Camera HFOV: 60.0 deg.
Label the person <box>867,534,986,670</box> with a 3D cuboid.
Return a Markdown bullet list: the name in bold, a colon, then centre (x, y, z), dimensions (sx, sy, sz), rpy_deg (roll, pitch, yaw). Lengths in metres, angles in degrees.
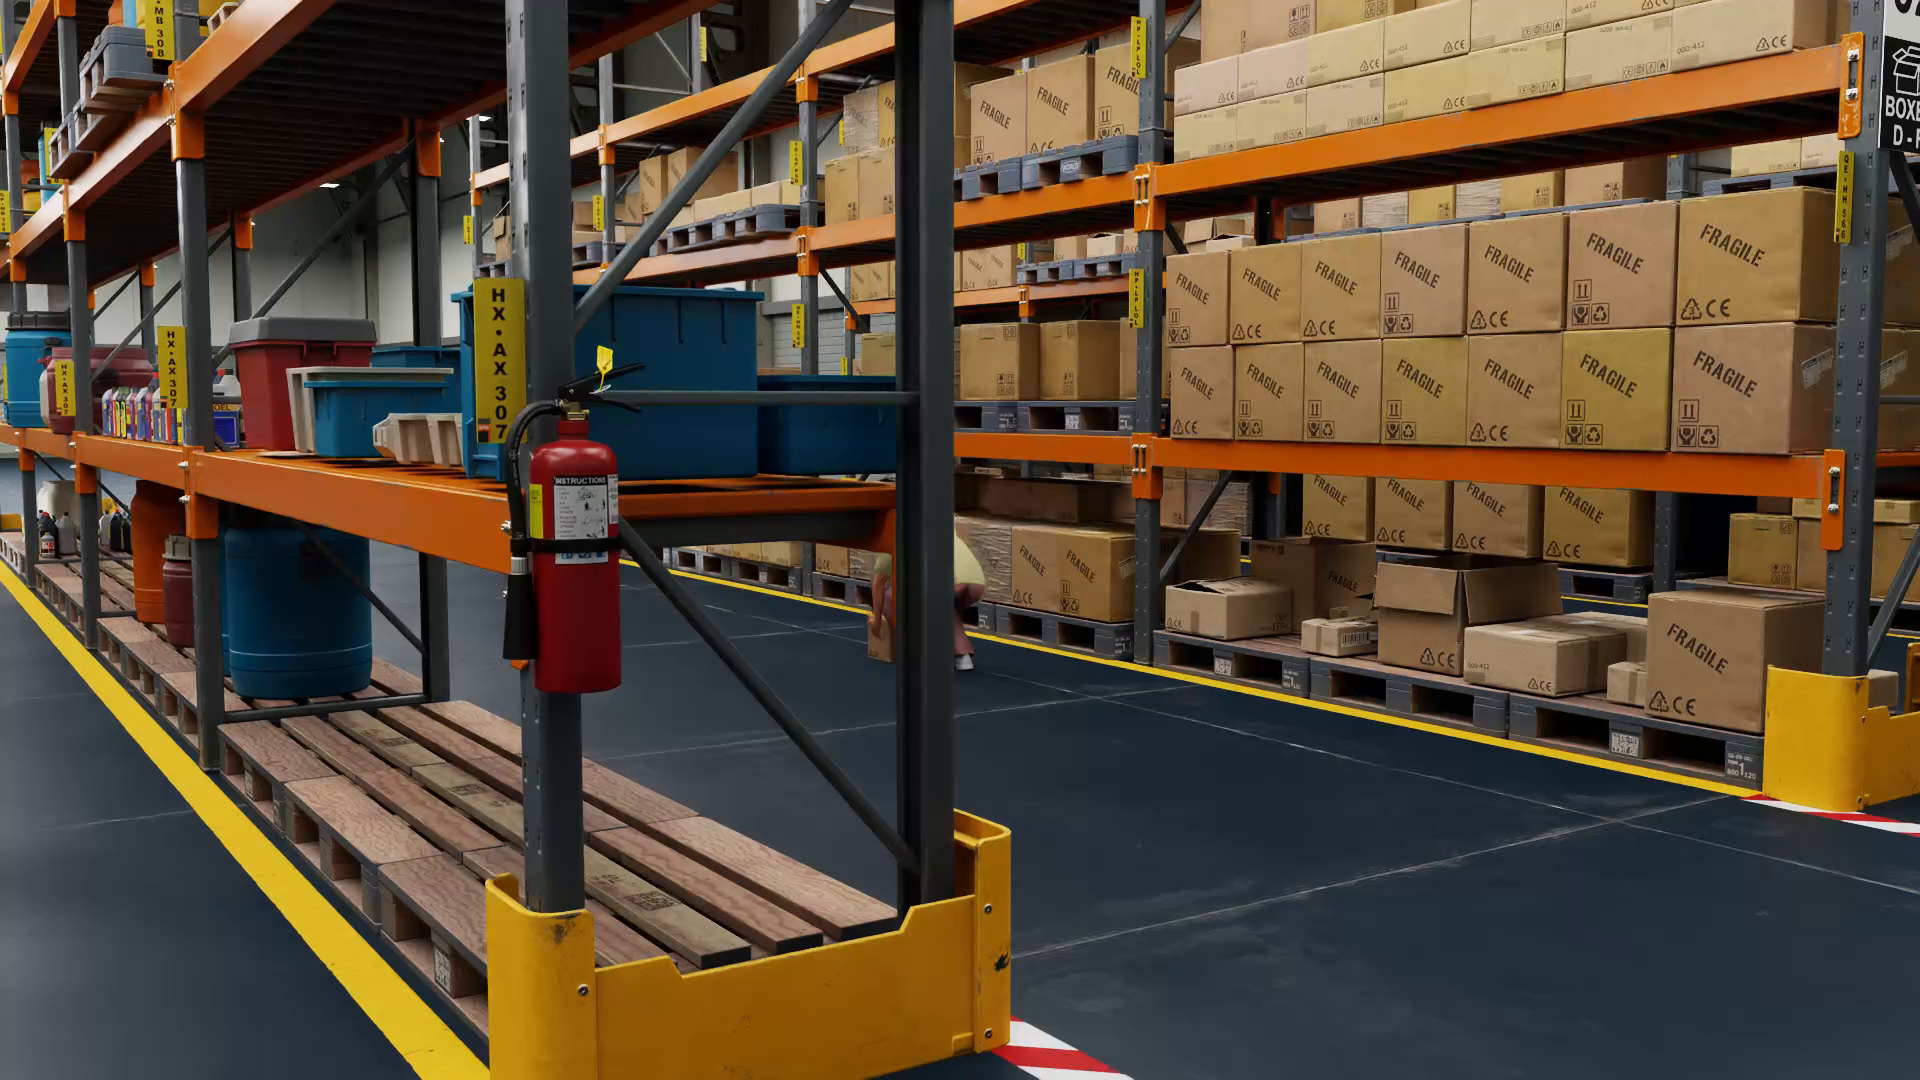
- **person**: centre (-0.201, 0.262, 9.415), dimensions (0.490, 0.929, 0.794), rpy_deg (-3, 6, -33)
